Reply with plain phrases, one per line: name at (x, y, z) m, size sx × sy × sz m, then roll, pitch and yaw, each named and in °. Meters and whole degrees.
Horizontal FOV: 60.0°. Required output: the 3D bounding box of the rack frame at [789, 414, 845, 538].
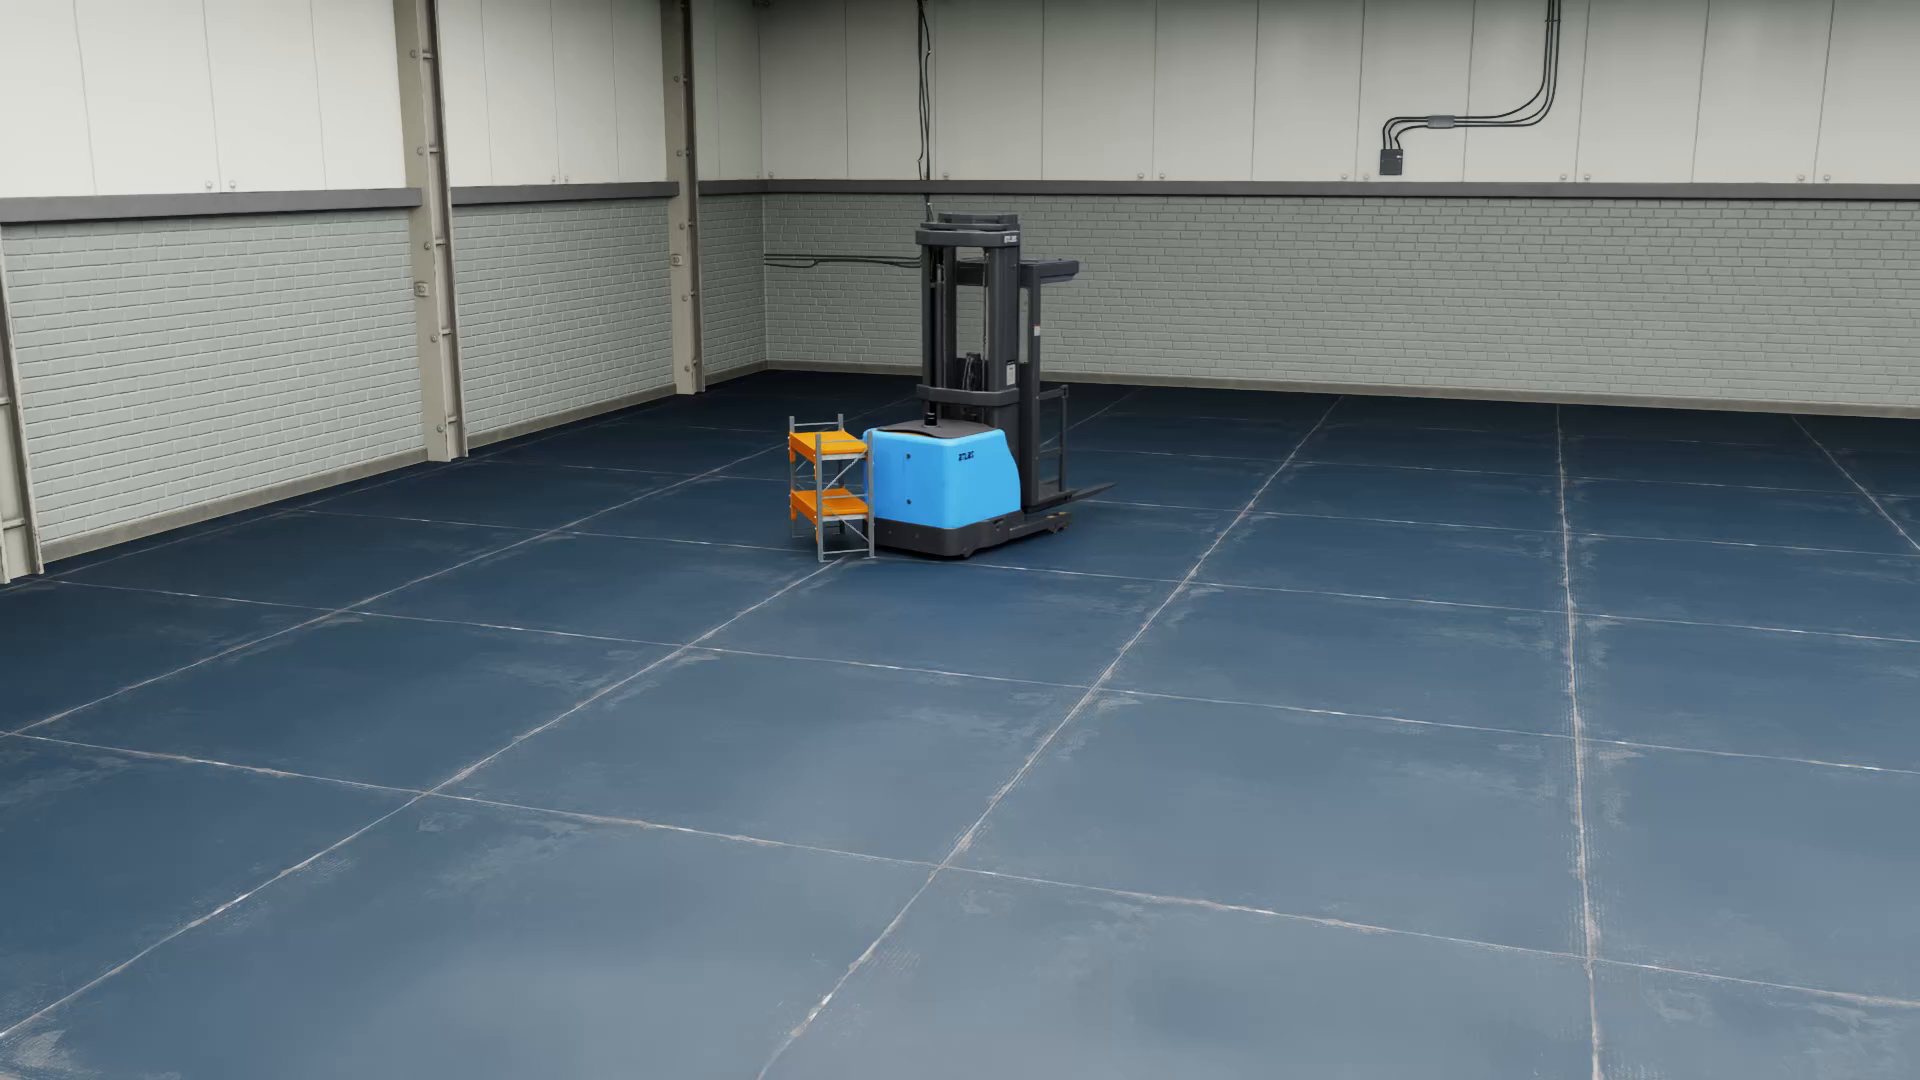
rack frame at (-1.314, -0.588, 15.300) m, size 0.500 × 1.125 × 0.032 m, roll -4°, pitch 14°, yaw -18°

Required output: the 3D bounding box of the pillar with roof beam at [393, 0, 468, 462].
pillar with roof beam at (-1.922, -5.034, 17.082) m, size 9.100 × 9.000 × 0.400 m, roll 4°, pitch 14°, yaw 18°

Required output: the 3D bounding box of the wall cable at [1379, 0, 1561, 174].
wall cable at (7.128, -8.103, 22.887) m, size 2.305 × 6.003 × 0.169 m, roll 4°, pitch 14°, yaw 18°

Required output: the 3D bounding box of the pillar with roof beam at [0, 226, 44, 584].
pillar with roof beam at (-3.864, -3.770, 11.547) m, size 9.100 × 9.000 × 0.400 m, roll 4°, pitch 14°, yaw 18°

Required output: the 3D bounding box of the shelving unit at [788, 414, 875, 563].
shelving unit at (-1.153, -0.481, 14.830) m, size 0.538 × 1.125 × 1.048 m, roll -4°, pitch 14°, yaw -18°

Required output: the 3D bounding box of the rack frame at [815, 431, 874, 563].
rack frame at (-0.992, -0.374, 14.360) m, size 0.500 × 1.125 × 0.032 m, roll -4°, pitch 14°, yaw -18°

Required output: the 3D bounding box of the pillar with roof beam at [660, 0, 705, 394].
pillar with roof beam at (0.019, -6.297, 22.617) m, size 9.100 × 9.000 × 0.400 m, roll 4°, pitch 14°, yaw 18°

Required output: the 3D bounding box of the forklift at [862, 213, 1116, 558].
forklift at (0.404, -1.551, 15.458) m, size 1.130 × 2.935 × 3.031 m, roll 9°, pitch 16°, yaw 35°

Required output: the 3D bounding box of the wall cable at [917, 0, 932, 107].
wall cable at (0.710, -7.886, 25.205) m, size 3.097 × 2.526 × 0.112 m, roll 4°, pitch 14°, yaw 18°

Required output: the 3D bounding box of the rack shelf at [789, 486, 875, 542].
rack shelf at (-1.153, -0.243, 14.885) m, size 0.538 × 0.278 × 1.000 m, roll -4°, pitch 14°, yaw -18°

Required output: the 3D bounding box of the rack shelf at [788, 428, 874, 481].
rack shelf at (-1.153, -0.767, 14.765) m, size 0.538 × 0.278 × 1.000 m, roll -4°, pitch 14°, yaw -18°

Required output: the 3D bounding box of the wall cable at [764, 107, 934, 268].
wall cable at (-1.850, -5.618, 26.621) m, size 3.097 × 2.526 × 0.112 m, roll 4°, pitch 14°, yaw 18°
